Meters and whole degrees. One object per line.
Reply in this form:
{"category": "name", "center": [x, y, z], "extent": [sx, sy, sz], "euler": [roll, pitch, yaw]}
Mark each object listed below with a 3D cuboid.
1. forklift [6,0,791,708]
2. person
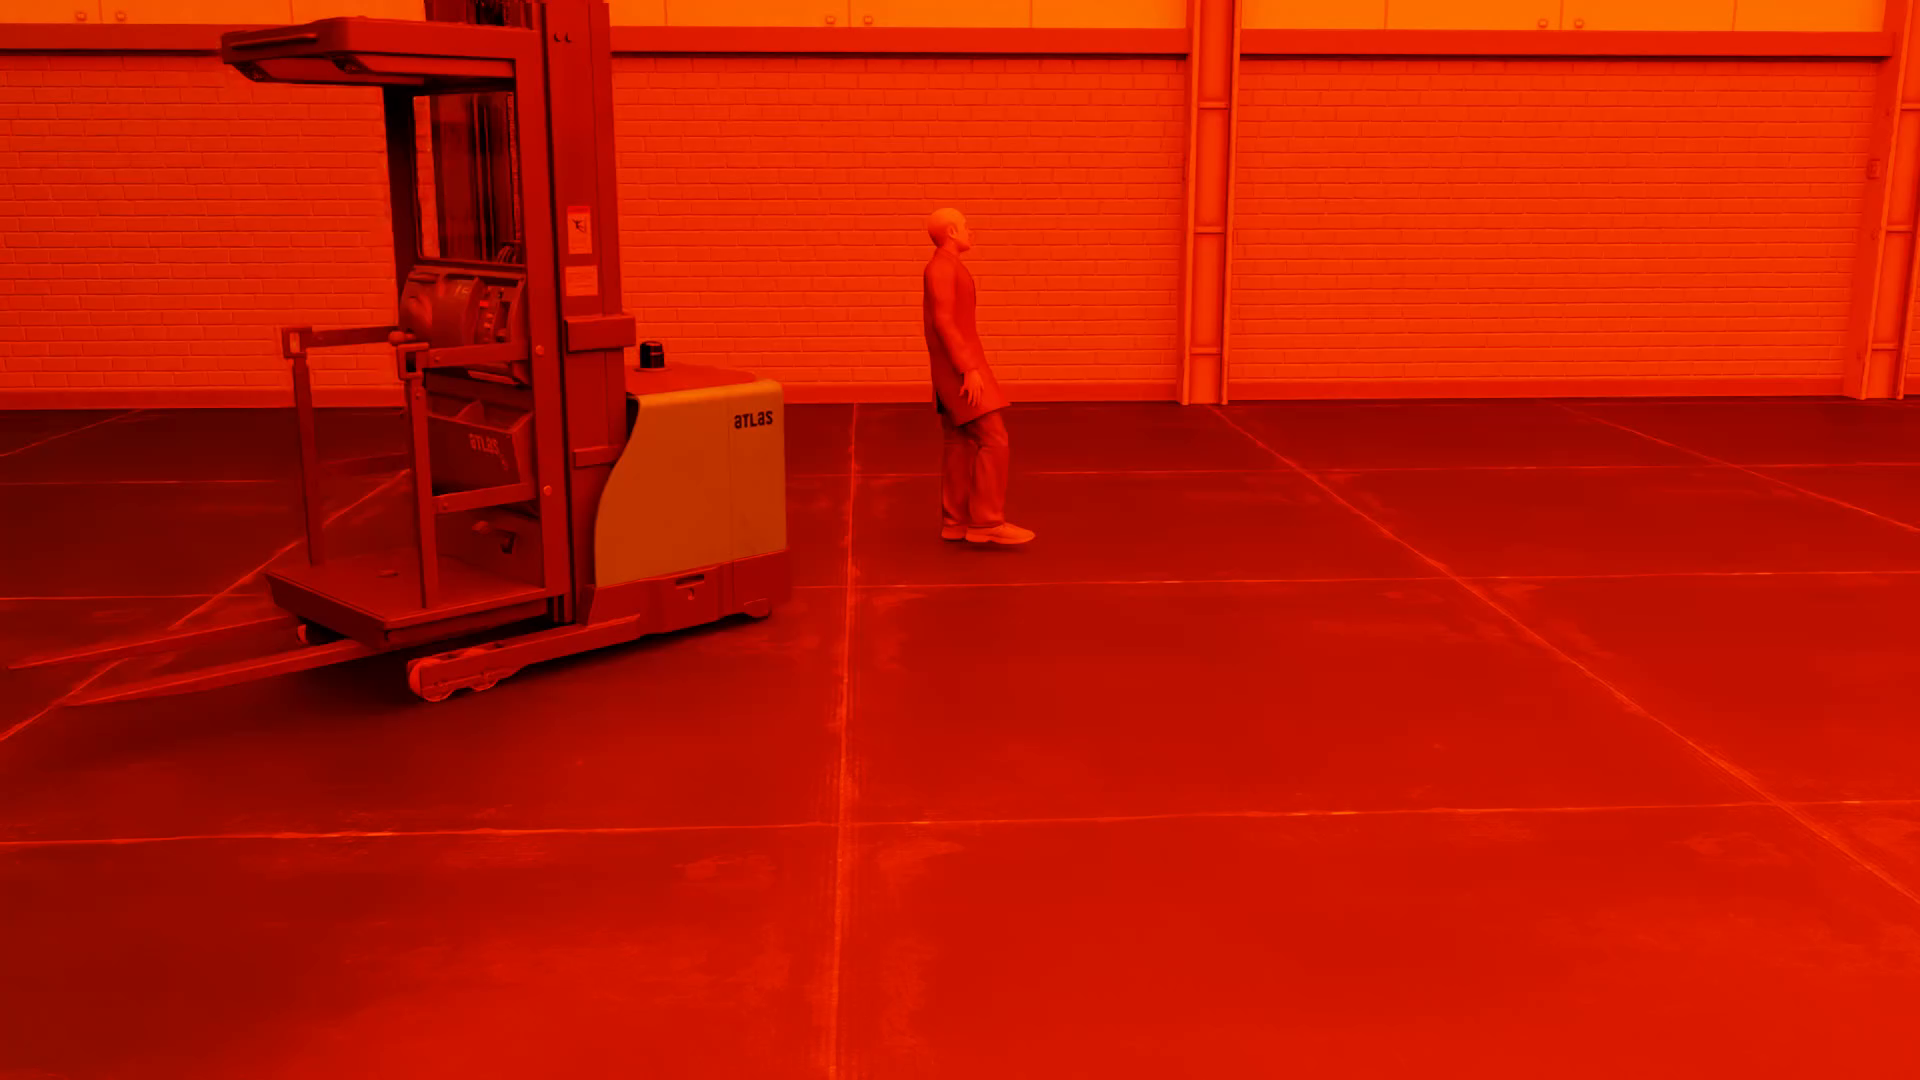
{"category": "forklift", "center": [-2.170, -0.938, 6.599], "extent": [3.031, 2.935, 1.130], "euler": [-12, 18, -43]}
{"category": "person", "center": [0.091, -0.874, 8.907], "extent": [0.583, 1.775, 0.696], "euler": [-1, 13, -3]}
